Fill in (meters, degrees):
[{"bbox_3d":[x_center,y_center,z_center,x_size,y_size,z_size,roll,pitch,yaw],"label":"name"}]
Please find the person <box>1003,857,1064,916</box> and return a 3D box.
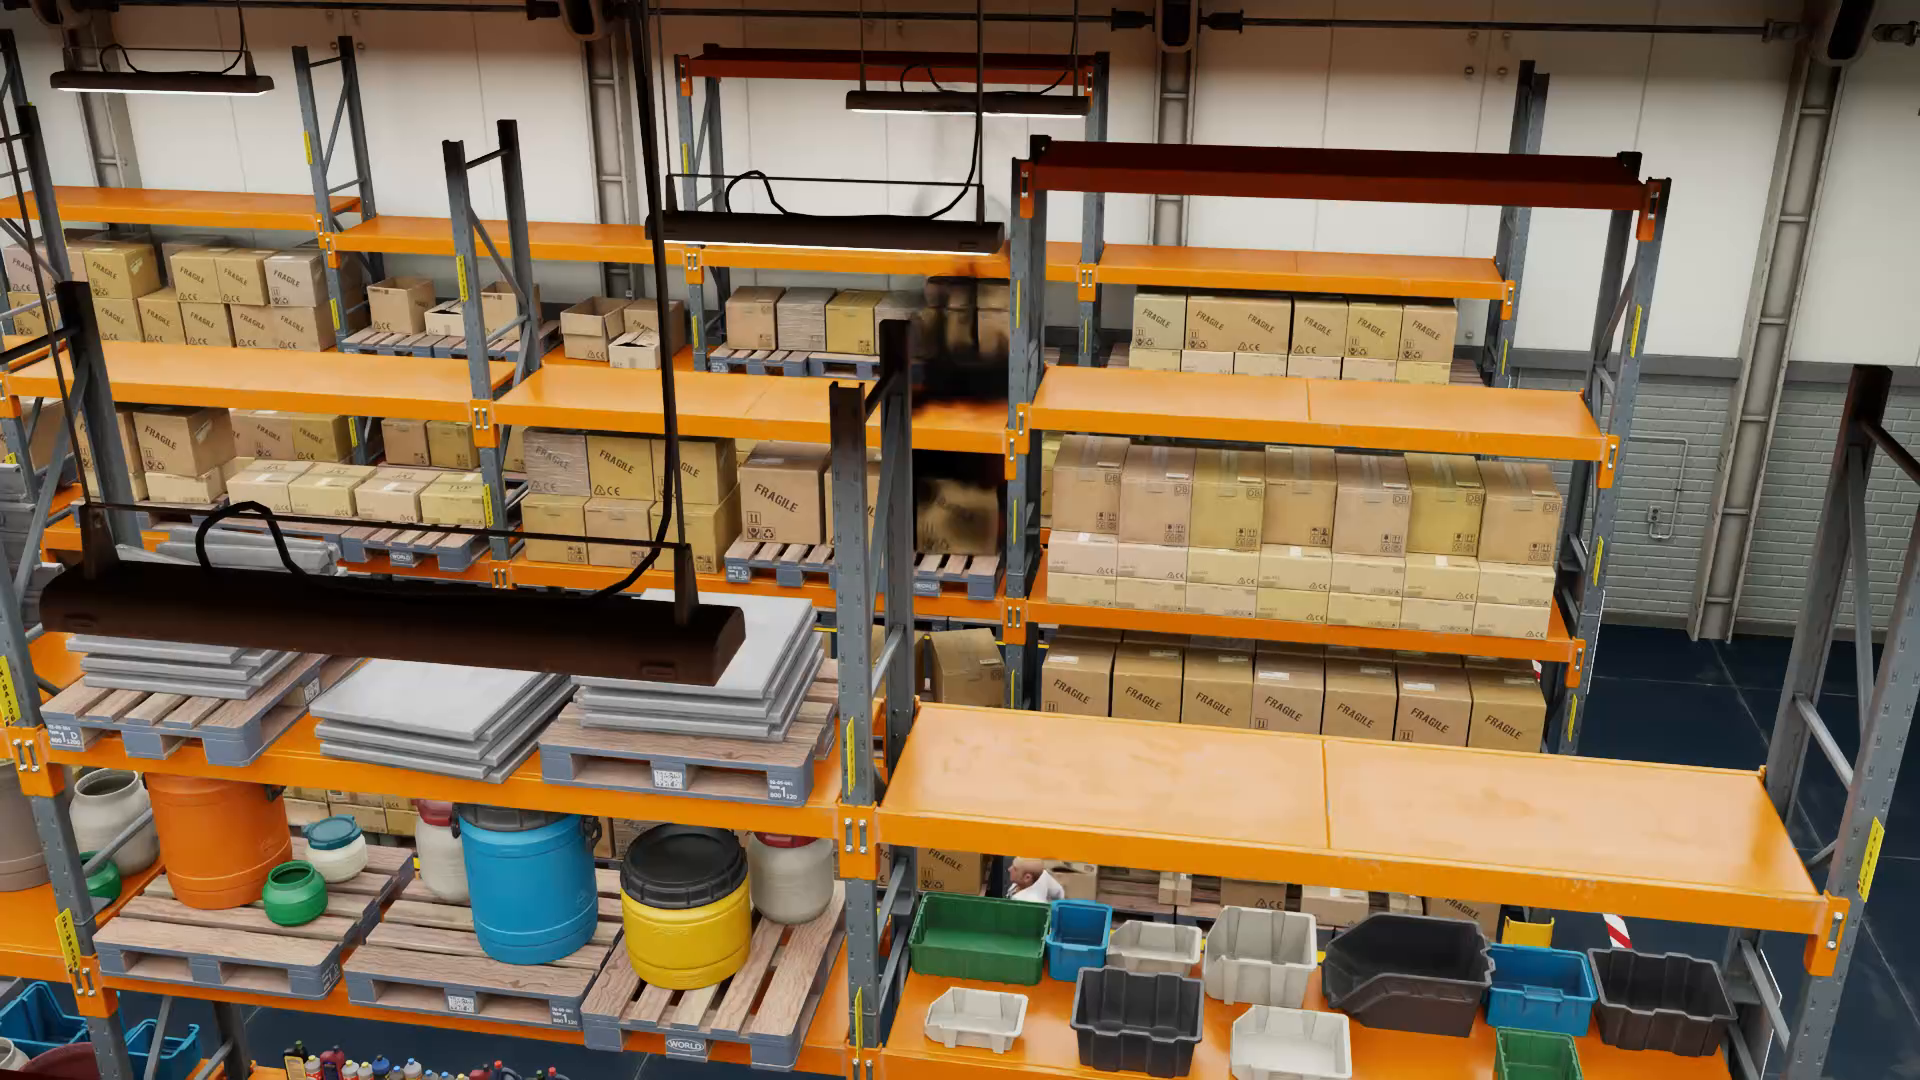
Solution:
[{"bbox_3d":[0.492,2.873,11.310,0.954,1.756,0.710,1,23,3],"label":"person"}]
